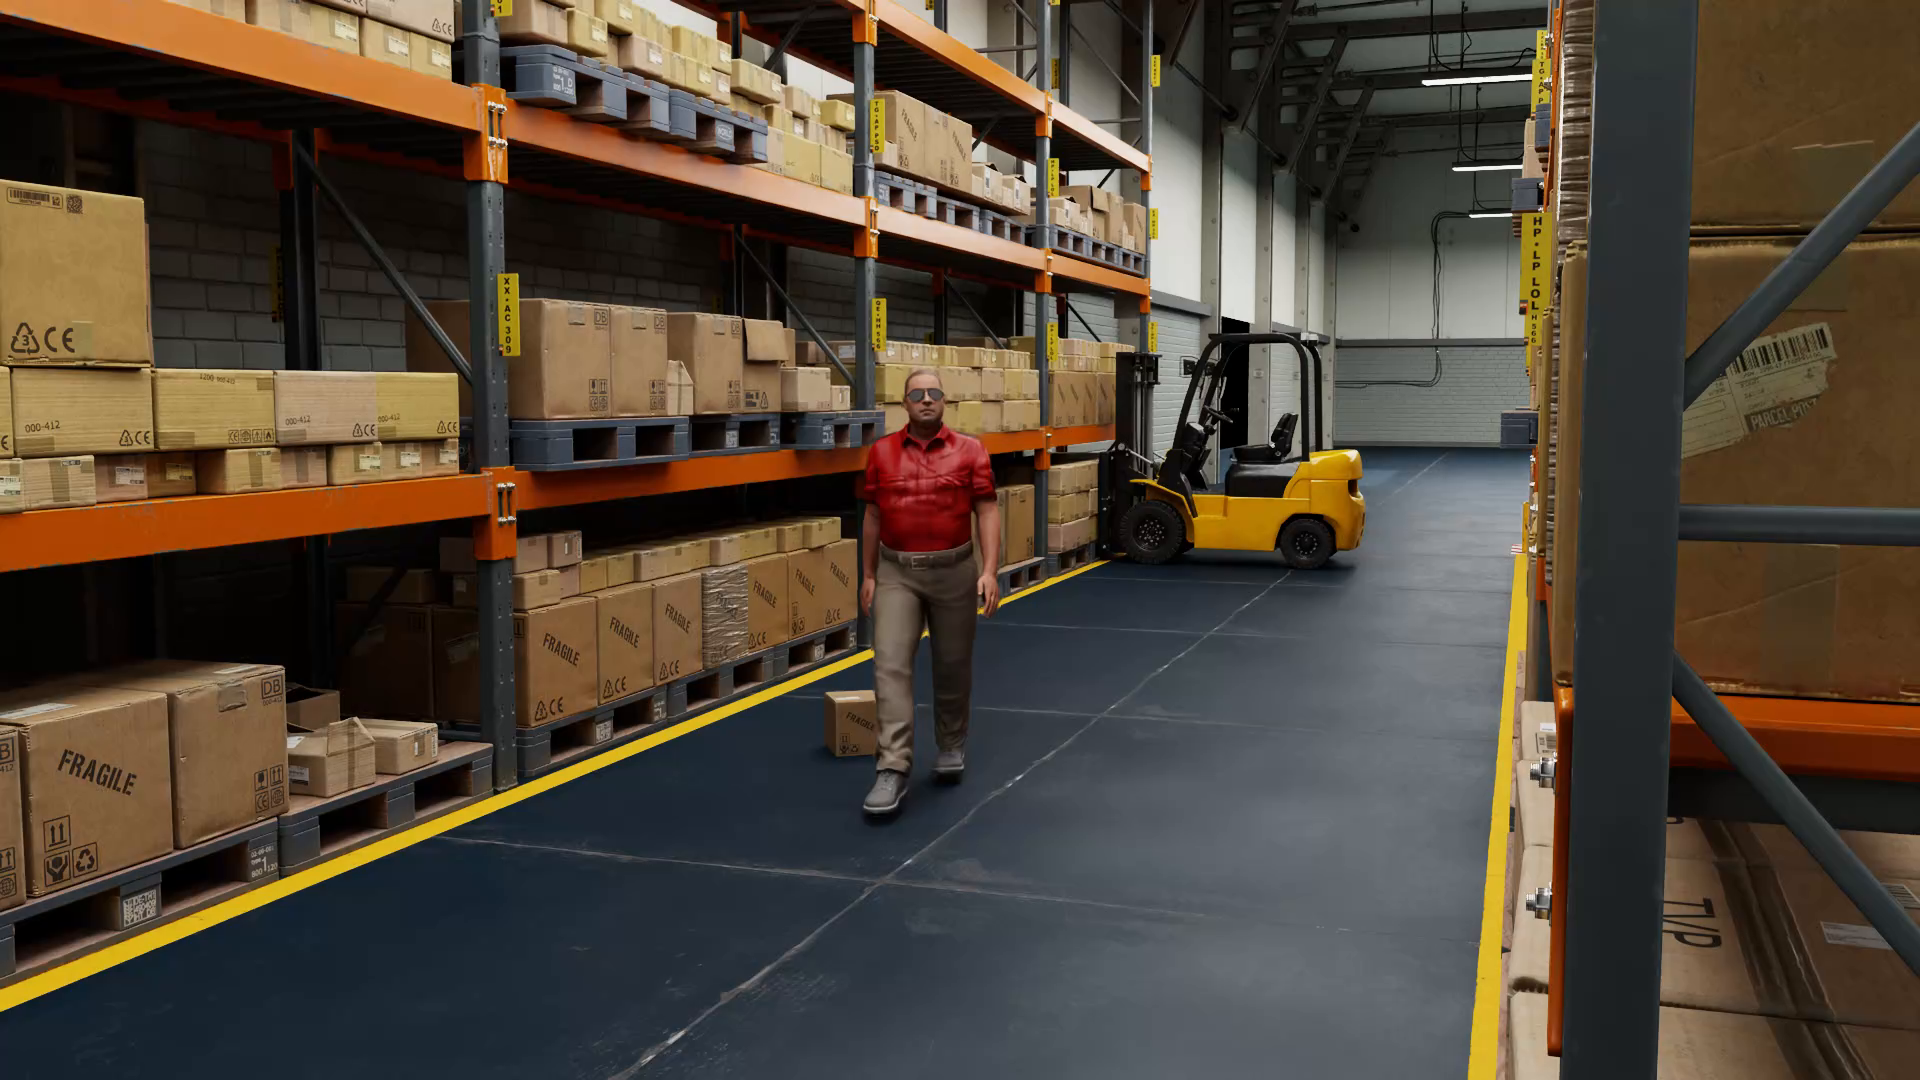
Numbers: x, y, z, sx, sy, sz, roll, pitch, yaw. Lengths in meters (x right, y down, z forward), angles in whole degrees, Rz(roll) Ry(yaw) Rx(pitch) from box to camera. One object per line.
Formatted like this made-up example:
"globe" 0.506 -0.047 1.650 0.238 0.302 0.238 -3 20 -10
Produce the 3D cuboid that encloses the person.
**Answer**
"person" -0.133 0.163 6.616 0.586 1.677 0.973 0 5 2
